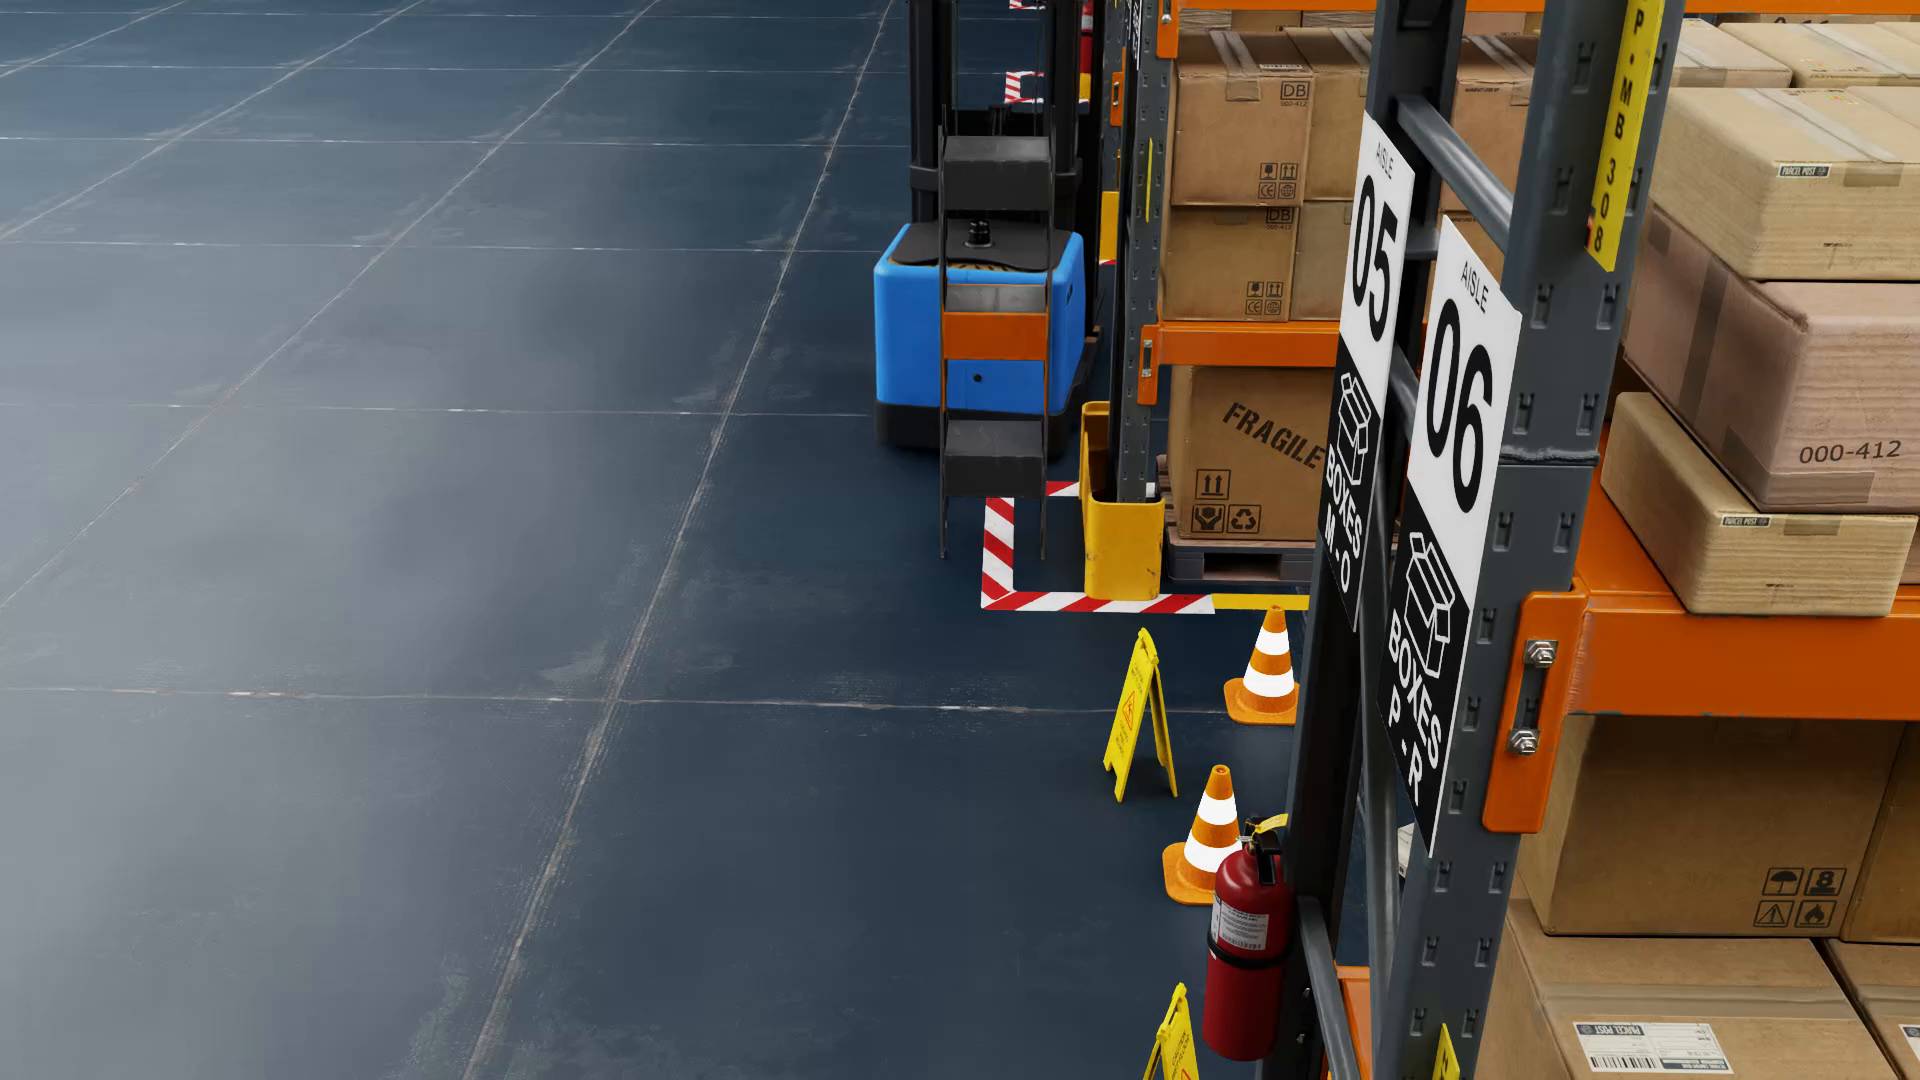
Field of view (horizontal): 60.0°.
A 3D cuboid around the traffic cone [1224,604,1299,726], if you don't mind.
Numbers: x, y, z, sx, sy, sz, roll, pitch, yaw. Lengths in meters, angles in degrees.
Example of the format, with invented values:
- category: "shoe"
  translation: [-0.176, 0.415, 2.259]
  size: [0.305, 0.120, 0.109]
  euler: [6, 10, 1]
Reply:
- category: "traffic cone"
  translation: [1.281, 0.477, 6.856]
  size: [0.334, 0.463, 0.336]
  euler: [1, 28, 2]

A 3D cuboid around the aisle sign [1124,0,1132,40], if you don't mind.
- category: "aisle sign"
  translation: [0.740, -2.607, 7.191]
  size: [0.004, 0.787, 0.394]
  euler: [1, 28, 2]

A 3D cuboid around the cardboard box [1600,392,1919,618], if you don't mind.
- category: "cardboard box"
  translation: [1.047, -0.056, 2.218]
  size: [0.250, 0.149, 0.380]
  euler: [1, 28, 2]

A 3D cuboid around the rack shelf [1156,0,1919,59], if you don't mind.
- category: "rack shelf"
  translation: [2.799, -2.292, 6.936]
  size: [4.000, 0.370, 1.077]
  euler: [1, 28, 2]

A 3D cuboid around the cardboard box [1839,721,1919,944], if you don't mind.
- category: "cardboard box"
  translation: [1.751, 0.302, 2.986]
  size: [0.500, 0.500, 0.700]
  euler: [1, 28, 2]

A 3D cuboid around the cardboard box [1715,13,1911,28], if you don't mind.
- category: "cardboard box"
  translation: [5.863, -3.943, 11.397]
  size: [1.000, 1.000, 1.000]
  euler: [1, 28, 2]

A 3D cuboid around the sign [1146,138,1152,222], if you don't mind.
- category: "sign"
  translation: [0.775, -1.475, 6.821]
  size: [0.005, 0.325, 0.100]
  euler: [1, 28, 2]

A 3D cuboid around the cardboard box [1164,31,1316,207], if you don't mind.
- category: "cardboard box"
  translation: [1.170, -1.836, 7.199]
  size: [0.550, 0.550, 0.875]
  euler: [1, 28, 2]

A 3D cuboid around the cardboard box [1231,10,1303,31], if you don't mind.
- category: "cardboard box"
  translation: [2.129, -3.839, 11.865]
  size: [0.500, 0.500, 0.875]
  euler: [1, 28, 2]

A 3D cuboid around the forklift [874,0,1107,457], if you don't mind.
- category: "forklift"
  translation: [0.305, -2.411, 9.669]
  size: [1.130, 2.935, 3.031]
  euler: [5, 28, 9]

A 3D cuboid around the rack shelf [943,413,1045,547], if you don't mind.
- category: "rack shelf"
  translation: [0.165, -0.294, 8.087]
  size: [0.480, 0.518, 0.431]
  euler: [1, 28, 2]

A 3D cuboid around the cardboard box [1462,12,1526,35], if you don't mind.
- category: "cardboard box"
  translation: [3.625, -3.769, 11.733]
  size: [0.500, 0.500, 0.875]
  euler: [1, 28, 2]

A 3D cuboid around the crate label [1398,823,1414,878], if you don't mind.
- category: "crate label"
  translation: [1.690, 1.128, 5.976]
  size: [0.298, 0.136, 0.250]
  euler: [-14, 31, -24]

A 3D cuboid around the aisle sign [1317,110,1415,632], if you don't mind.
- category: "aisle sign"
  translation: [0.675, -0.284, 2.808]
  size: [0.004, 0.787, 0.394]
  euler: [1, 28, 2]

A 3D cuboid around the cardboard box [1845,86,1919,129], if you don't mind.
- category: "cardboard box"
  translation: [1.327, -0.467, 2.143]
  size: [0.250, 0.149, 0.380]
  euler: [1, 28, 2]

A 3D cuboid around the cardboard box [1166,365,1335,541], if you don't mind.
- category: "cardboard box"
  translation: [1.481, -0.584, 7.969]
  size: [0.875, 0.875, 0.875]
  euler: [1, 28, 2]

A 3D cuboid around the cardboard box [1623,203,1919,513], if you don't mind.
- category: "cardboard box"
  translation: [1.220, -0.256, 2.170]
  size: [0.500, 0.250, 0.500]
  euler: [0, 28, 1]

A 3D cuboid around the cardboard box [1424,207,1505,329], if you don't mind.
- category: "cardboard box"
  translation: [2.279, -1.332, 7.399]
  size: [0.550, 0.550, 0.875]
  euler: [1, 28, 2]

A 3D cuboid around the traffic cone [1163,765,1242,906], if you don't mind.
- category: "traffic cone"
  translation: [0.902, 1.000, 5.869]
  size: [0.334, 0.463, 0.336]
  euler: [1, 28, 2]

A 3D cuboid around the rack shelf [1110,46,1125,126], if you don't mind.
- category: "rack shelf"
  translation: [3.076, -3.286, 12.015]
  size: [4.000, 0.370, 1.077]
  euler: [1, 28, 2]

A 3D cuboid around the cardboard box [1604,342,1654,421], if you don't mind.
- category: "cardboard box"
  translation: [1.093, -0.338, 2.751]
  size: [0.250, 0.149, 0.380]
  euler: [1, 28, 2]

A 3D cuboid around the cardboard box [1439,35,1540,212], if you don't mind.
- category: "cardboard box"
  translation: [2.278, -1.798, 7.125]
  size: [0.550, 0.550, 0.875]
  euler: [1, 28, 2]

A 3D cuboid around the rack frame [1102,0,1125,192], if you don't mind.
- category: "rack frame"
  translation: [1.077, -3.637, 11.909]
  size: [0.127, 3.000, 1.000]
  euler: [1, 28, 2]

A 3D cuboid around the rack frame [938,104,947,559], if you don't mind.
- category: "rack frame"
  translation: [-0.078, -0.929, 7.761]
  size: [0.015, 2.100, 0.400]
  euler: [1, 28, 2]

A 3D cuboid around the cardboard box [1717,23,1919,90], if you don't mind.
- category: "cardboard box"
  translation: [1.332, -0.676, 2.536]
  size: [0.250, 0.149, 0.380]
  euler: [1, 28, 3]

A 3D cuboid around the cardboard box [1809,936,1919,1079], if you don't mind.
- category: "cardboard box"
  translation: [1.708, 0.970, 2.792]
  size: [0.500, 0.500, 0.500]
  euler: [2, 28, 3]

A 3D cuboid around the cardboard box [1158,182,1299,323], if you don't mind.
- category: "cardboard box"
  translation: [1.173, -1.399, 7.526]
  size: [0.550, 0.550, 0.875]
  euler: [1, 28, 2]

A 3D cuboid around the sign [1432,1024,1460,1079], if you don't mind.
- category: "sign"
  translation: [0.708, 0.873, 2.477]
  size: [0.005, 0.325, 0.100]
  euler: [1, 28, 2]

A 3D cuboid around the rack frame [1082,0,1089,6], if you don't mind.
- category: "rack frame"
  translation: [1.252, -5.956, 16.282]
  size: [0.127, 3.000, 1.000]
  euler: [1, 28, 2]

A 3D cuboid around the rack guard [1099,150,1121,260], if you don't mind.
- category: "rack guard"
  translation: [1.153, -2.532, 12.492]
  size: [0.348, 0.500, 1.175]
  euler: [1, 28, 2]

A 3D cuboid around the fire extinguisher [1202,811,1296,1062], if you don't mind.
- category: "fire extinguisher"
  translation: [0.629, 0.818, 3.587]
  size: [0.183, 0.674, 0.296]
  euler: [1, 28, 2]

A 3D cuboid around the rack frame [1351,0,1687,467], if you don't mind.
- category: "rack frame"
  translation: [0.727, -1.649, 1.753]
  size: [0.127, 3.000, 1.000]
  euler: [1, 28, 2]

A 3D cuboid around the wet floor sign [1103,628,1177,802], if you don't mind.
- category: "wet floor sign"
  translation: [0.702, 0.649, 6.336]
  size: [0.232, 0.644, 0.267]
  euler: [-4, 28, -7]

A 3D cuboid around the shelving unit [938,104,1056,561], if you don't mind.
- category: "shelving unit"
  translation: [0.165, -0.925, 7.753]
  size: [0.503, 2.100, 0.431]
  euler: [1, 28, 2]

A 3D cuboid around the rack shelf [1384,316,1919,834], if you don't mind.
- category: "rack shelf"
  translation: [2.726, 0.027, 2.562]
  size: [4.000, 0.370, 1.077]
  euler: [1, 28, 2]
